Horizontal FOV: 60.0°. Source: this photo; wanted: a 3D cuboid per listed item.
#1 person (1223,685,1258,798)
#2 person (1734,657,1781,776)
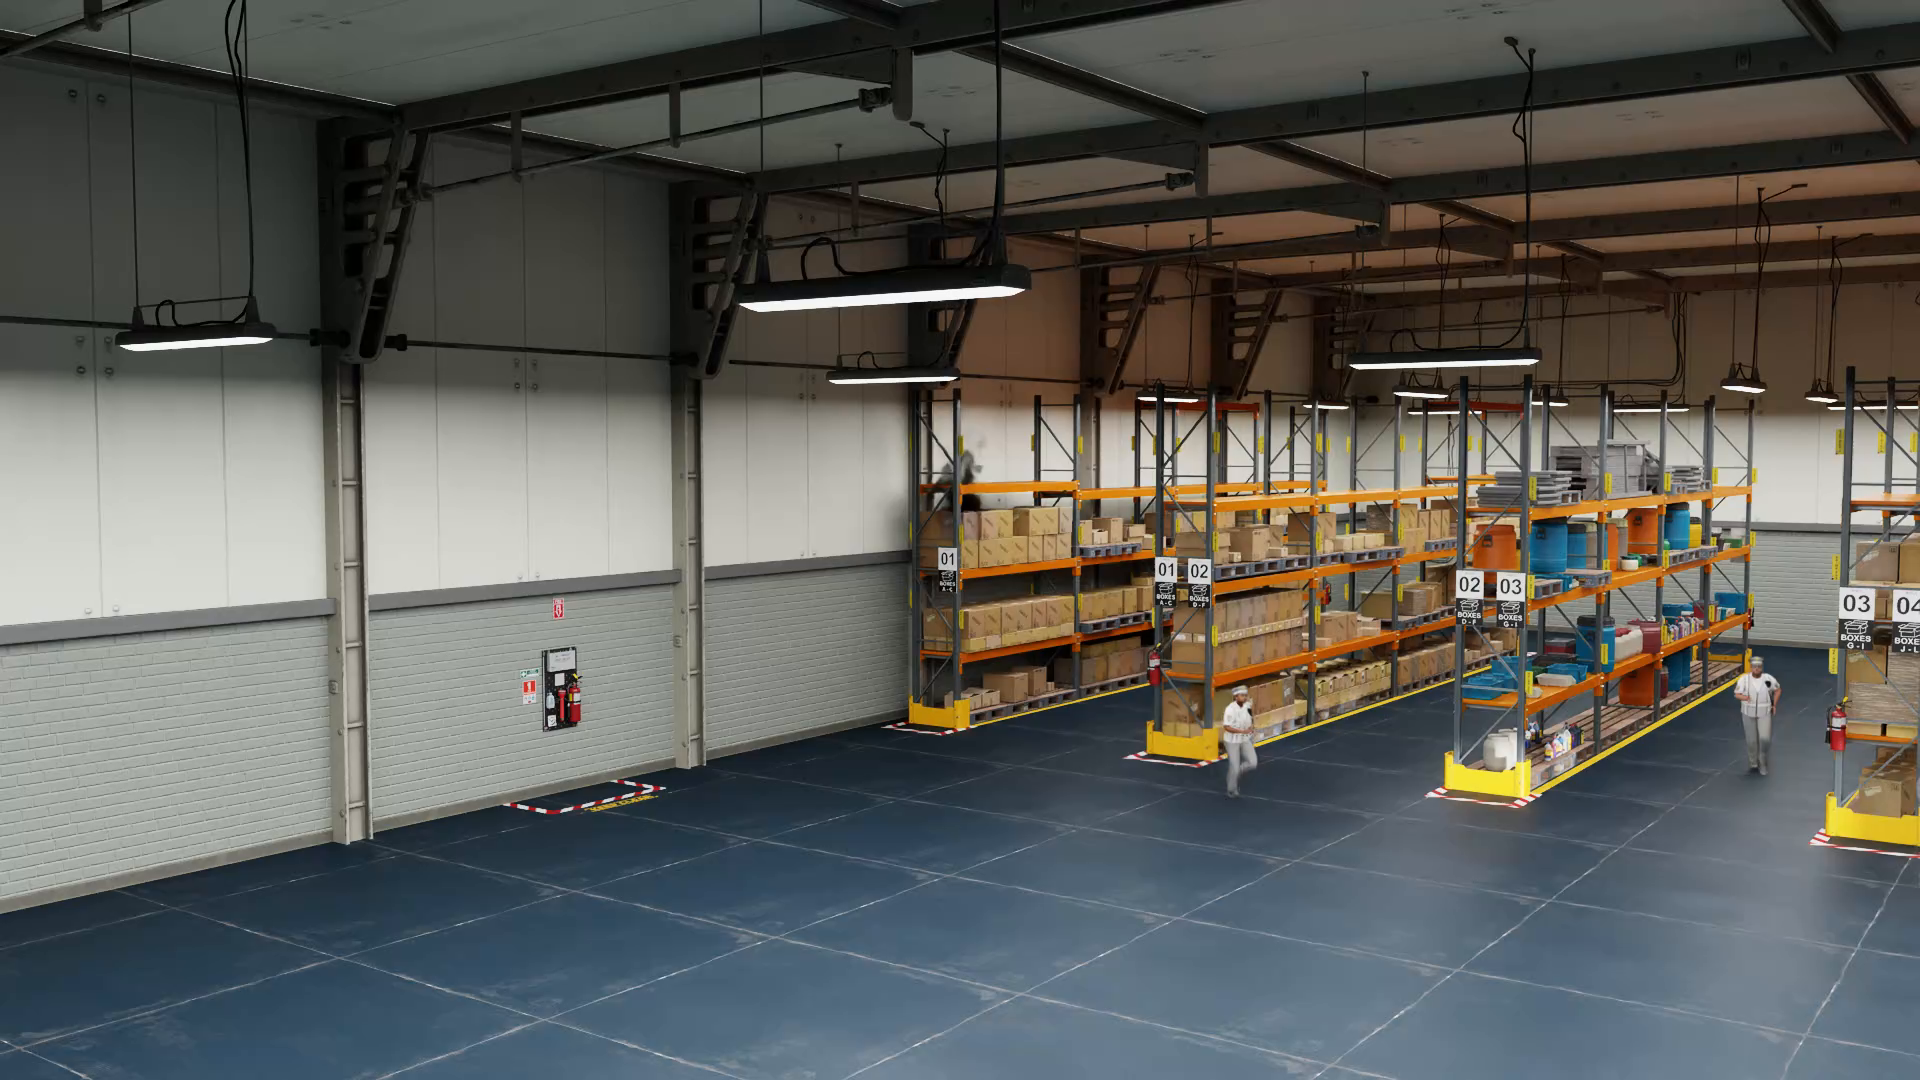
[{"bbox_3d":[3.978,2.848,23.422,0.616,1.639,0.665,-2,4,-29],"label":"person"},{"bbox_3d":[12.153,2.689,25.366,0.638,1.839,0.767,2,4,28],"label":"person"}]
